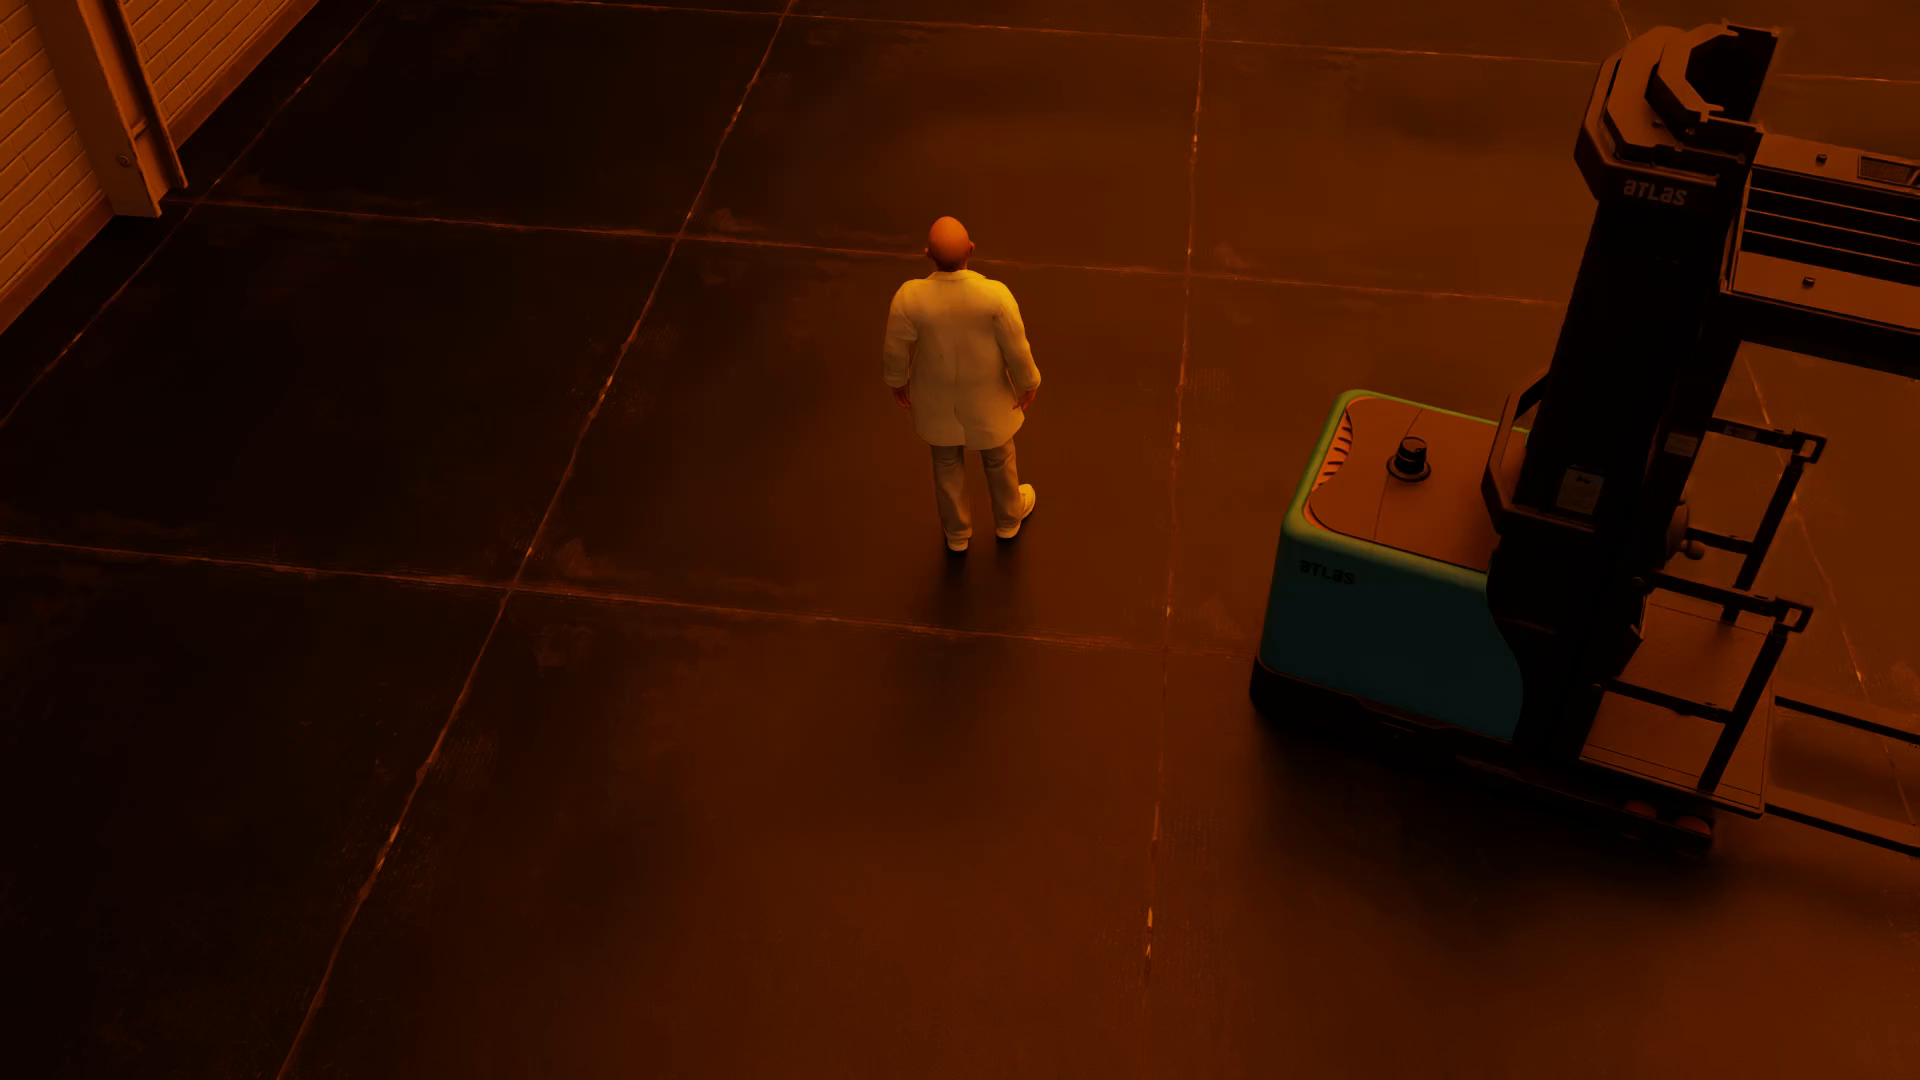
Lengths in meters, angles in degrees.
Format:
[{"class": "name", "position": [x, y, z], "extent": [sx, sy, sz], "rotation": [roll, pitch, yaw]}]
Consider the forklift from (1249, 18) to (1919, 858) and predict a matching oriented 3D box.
[{"class": "forklift", "position": [2.794, -0.249, 5.995], "extent": [3.031, 2.935, 1.130], "rotation": [16, 45, 17]}]

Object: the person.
[{"class": "person", "position": [0.017, -0.720, 7.350], "extent": [0.696, 1.776, 0.581], "rotation": [5, 43, 6]}]
